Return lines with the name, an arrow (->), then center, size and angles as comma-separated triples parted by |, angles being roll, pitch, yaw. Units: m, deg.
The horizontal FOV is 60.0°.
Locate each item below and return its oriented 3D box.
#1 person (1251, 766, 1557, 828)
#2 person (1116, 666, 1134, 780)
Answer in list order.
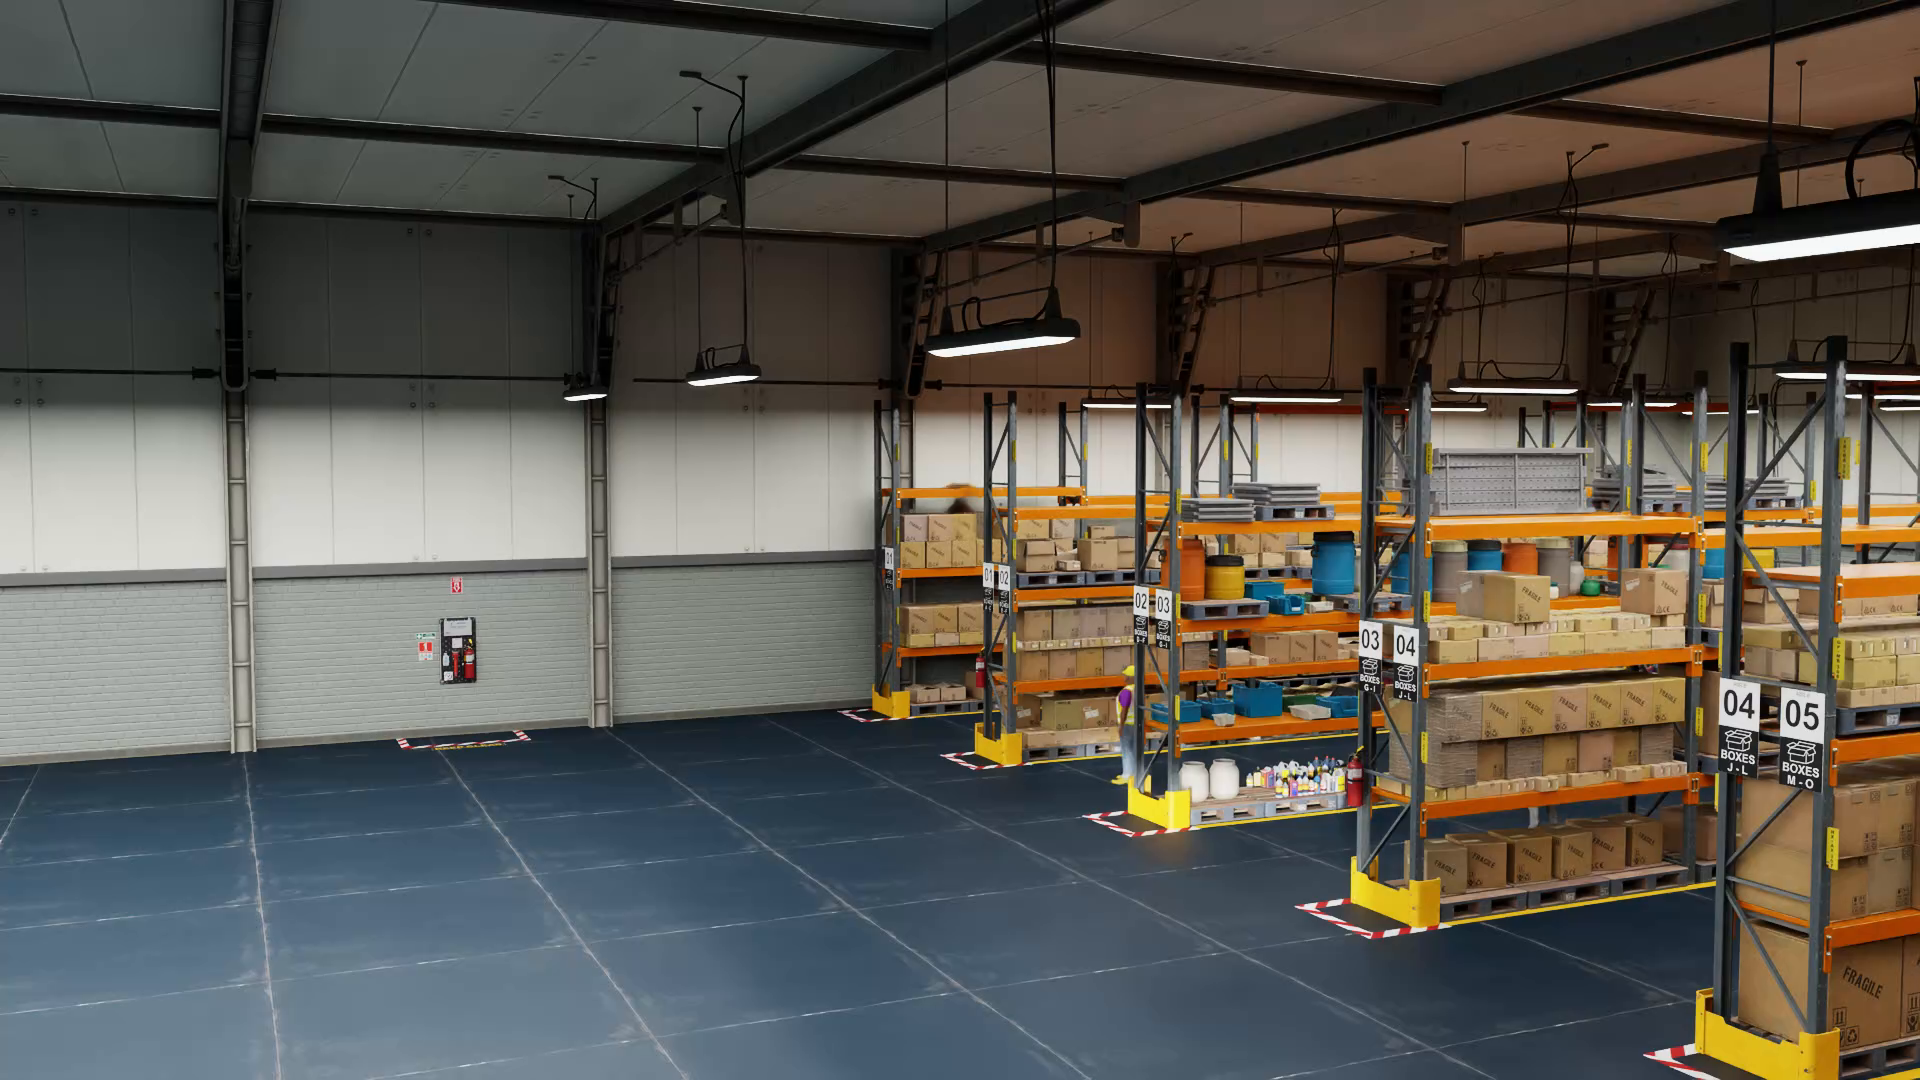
person -> 5.927, 3.068, 22.522 | 2.686, 1.594, 3.679 | -1, 3, -13
person -> 2.586, 2.769, 25.336 | 0.380, 1.708, 0.615 | 1, 4, 19
